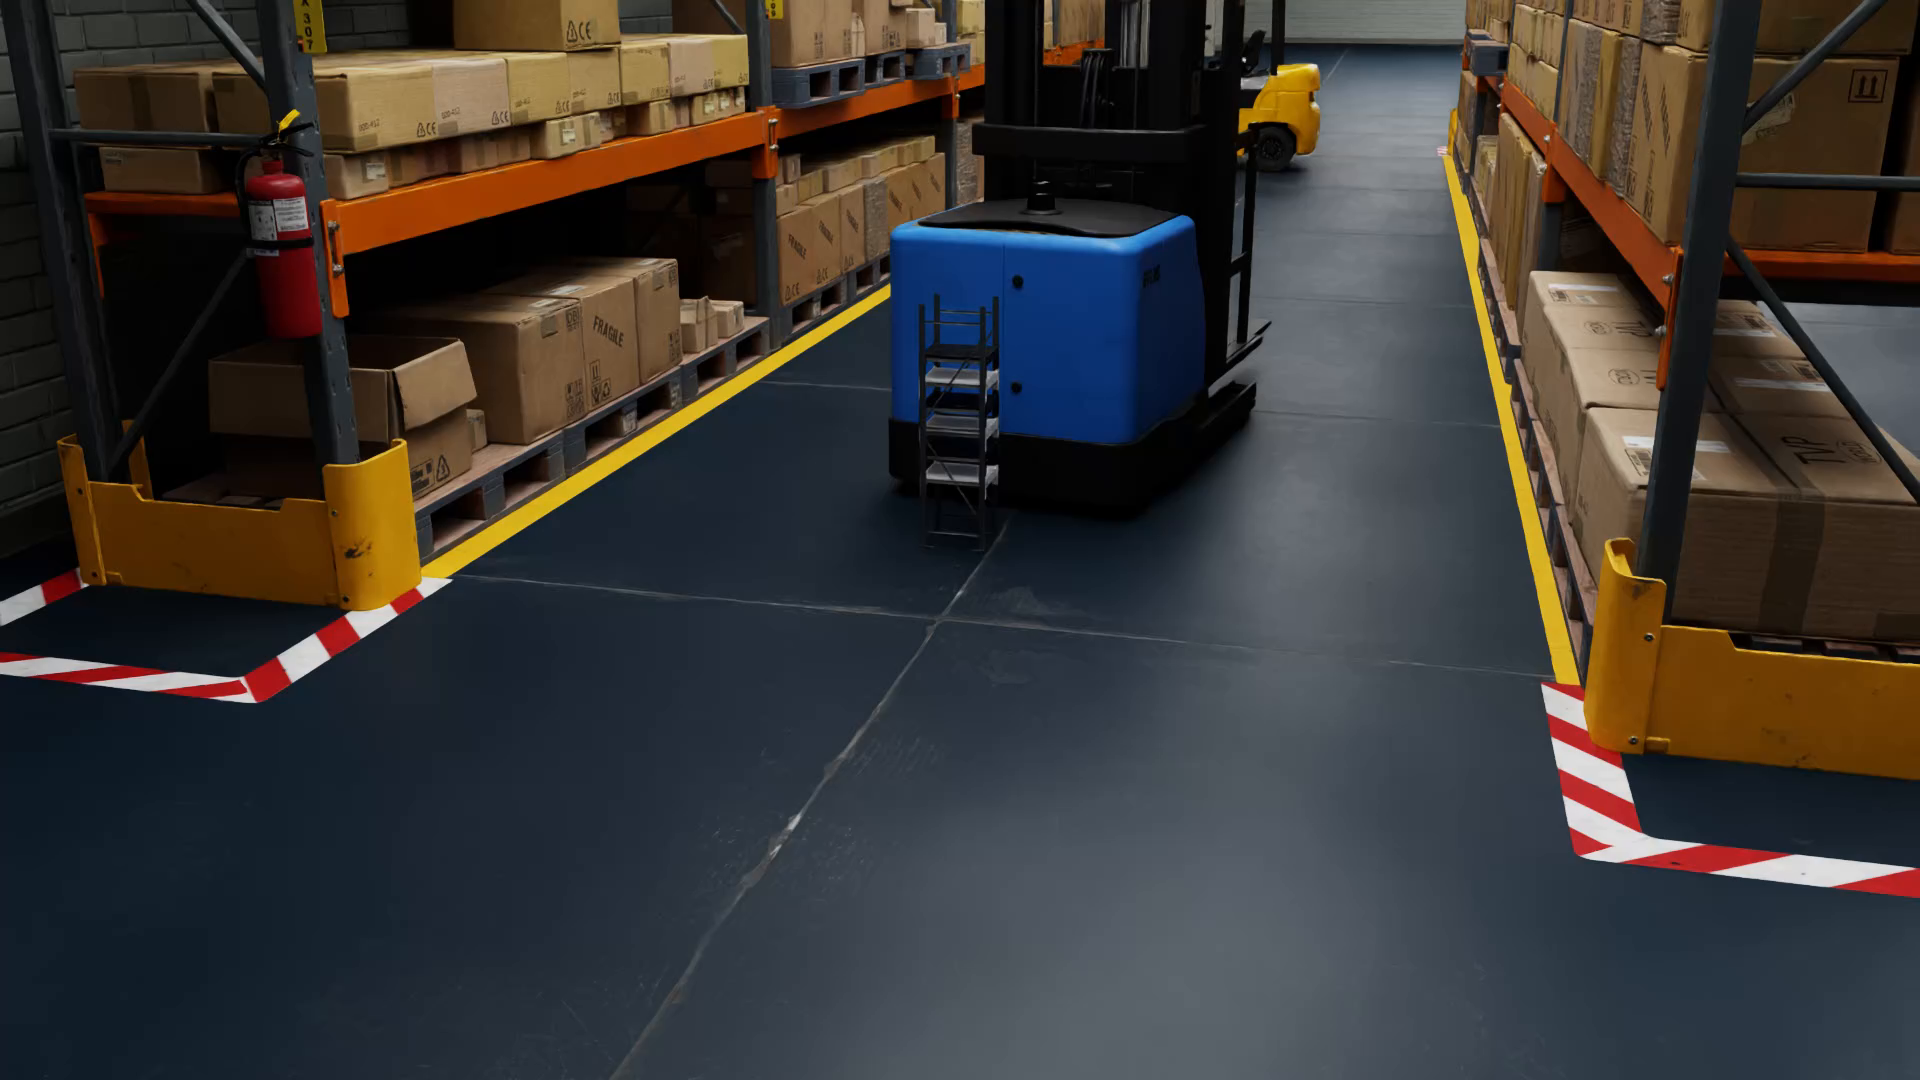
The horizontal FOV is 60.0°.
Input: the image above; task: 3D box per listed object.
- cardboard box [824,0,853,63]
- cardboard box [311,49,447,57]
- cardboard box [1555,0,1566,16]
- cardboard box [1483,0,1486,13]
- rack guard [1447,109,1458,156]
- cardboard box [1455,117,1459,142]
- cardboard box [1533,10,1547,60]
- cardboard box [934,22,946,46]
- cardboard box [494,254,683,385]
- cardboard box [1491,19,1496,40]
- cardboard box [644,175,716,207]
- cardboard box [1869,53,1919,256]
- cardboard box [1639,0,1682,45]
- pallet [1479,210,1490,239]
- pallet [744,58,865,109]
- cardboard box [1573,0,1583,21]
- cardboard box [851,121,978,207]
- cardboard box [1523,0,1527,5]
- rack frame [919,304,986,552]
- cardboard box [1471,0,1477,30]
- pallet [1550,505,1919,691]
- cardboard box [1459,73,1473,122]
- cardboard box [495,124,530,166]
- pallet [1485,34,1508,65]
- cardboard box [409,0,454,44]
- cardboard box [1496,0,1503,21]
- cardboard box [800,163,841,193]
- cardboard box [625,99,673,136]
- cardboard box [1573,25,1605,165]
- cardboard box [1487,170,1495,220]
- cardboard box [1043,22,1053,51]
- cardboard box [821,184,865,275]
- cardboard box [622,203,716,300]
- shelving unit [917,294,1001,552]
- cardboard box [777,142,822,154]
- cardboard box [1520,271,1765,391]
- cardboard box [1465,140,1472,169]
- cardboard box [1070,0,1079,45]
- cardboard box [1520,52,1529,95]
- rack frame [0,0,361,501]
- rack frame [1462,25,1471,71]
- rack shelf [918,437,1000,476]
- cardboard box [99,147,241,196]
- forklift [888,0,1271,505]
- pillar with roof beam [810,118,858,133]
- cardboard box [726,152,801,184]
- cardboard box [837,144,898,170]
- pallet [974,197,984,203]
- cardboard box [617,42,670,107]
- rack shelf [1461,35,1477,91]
[{"bbox_3d":[-1.039,-3.051,9.676,0.700,0.500,0.500,5,19,14],"label":"cardboard box"},{"bbox_3d":[-2.370,-1.807,6.608,0.500,0.250,0.500,5,20,15],"label":"cardboard box"},{"bbox_3d":[3.179,-2.798,8.038,0.500,0.500,0.500,5,20,15],"label":"cardboard box"},{"bbox_3d":[4.876,-4.888,14.593,0.500,0.500,0.500,5,20,15],"label":"cardboard box"},{"bbox_3d":[6.227,-4.673,19.094,1.175,0.500,0.348,5,19,13],"label":"rack guard"},{"bbox_3d":[5.780,-4.546,18.460,0.500,0.250,0.500,4,19,13],"label":"cardboard box"},{"bbox_3d":[3.421,-2.761,9.089,0.500,0.250,0.500,5,20,15],"label":"cardboard box"},{"bbox_3d":[-0.312,-3.606,11.844,0.380,0.149,0.250,5,19,14],"label":"cardboard box"},{"bbox_3d":[-1.736,-1.045,7.825,0.700,0.500,0.500,4,19,11],"label":"cardboard box"},{"bbox_3d":[4.279,-3.911,12.736,0.380,0.149,0.250,5,19,14],"label":"cardboard box"},{"bbox_3d":[-1.631,-2.053,9.771,0.380,0.149,0.250,5,19,13],"label":"cardboard box"},{"bbox_3d":[2.732,-1.039,4.436,0.500,0.500,0.500,5,19,13],"label":"cardboard box"},{"bbox_3d":[2.322,-1.721,4.884,0.500,0.500,0.500,5,19,14],"label":"cardboard box"},{"bbox_3d":[4.483,-2.297,12.586,1.003,0.211,1.213,5,19,13],"label":"pallet"},{"bbox_3d":[-1.200,-2.660,9.631,1.003,0.211,1.213,5,19,13],"label":"pallet"},{"bbox_3d":[2.962,-2.508,7.189,0.500,0.500,0.500,5,19,14],"label":"cardboard box"},{"bbox_3d":[-0.358,-3.032,13.448,0.875,0.625,0.625,5,20,15],"label":"cardboard box"},{"bbox_3d":[3.821,-3.601,10.387,0.500,0.500,0.500,5,19,14],"label":"cardboard box"},{"bbox_3d":[-0.027,-0.391,5.941,0.240,0.900,0.006,5,19,13],"label":"rack frame"},{"bbox_3d":[5.498,-5.458,16.913,0.500,0.500,0.500,4,19,12],"label":"cardboard box"},{"bbox_3d":[2.456,0.198,5.280,1.003,0.211,1.213,5,19,13],"label":"pallet"},{"bbox_3d":[5.651,-4.729,17.836,0.500,0.500,0.500,4,19,11],"label":"cardboard box"},{"bbox_3d":[-1.903,-1.544,6.457,0.380,0.149,0.250,5,19,14],"label":"cardboard box"},{"bbox_3d":[4.735,-3.905,13.276,1.003,0.211,1.213,5,19,13],"label":"pallet"},{"bbox_3d":[-2.122,-2.488,7.442,0.500,0.500,0.500,4,19,12],"label":"cardboard box"},{"bbox_3d":[4.248,-4.086,12.245,0.500,0.500,0.500,4,19,13],"label":"cardboard box"},{"bbox_3d":[-0.960,-2.260,10.377,0.380,0.149,0.250,5,19,13],"label":"cardboard box"},{"bbox_3d":[-1.542,-1.941,7.619,0.380,0.149,0.250,4,19,13],"label":"cardboard box"},{"bbox_3d":[2.690,-1.726,6.446,0.500,0.500,0.500,5,19,14],"label":"cardboard box"},{"bbox_3d":[4.439,-2.503,12.292,0.950,0.372,0.625,3,19,10],"label":"cardboard box"},{"bbox_3d":[0.585,-4.767,15.735,0.500,0.250,0.500,5,20,15],"label":"cardboard box"},{"bbox_3d":[-0.918,-1.982,10.568,0.500,0.500,0.500,4,19,12],"label":"cardboard box"},{"bbox_3d":[-1.667,-1.702,9.747,0.500,0.500,0.500,5,19,13],"label":"cardboard box"},{"bbox_3d":[-0.002,-0.423,6.035,0.258,0.900,0.210,5,19,13],"label":"shelving unit"},{"bbox_3d":[-1.183,-2.703,11.675,0.380,0.149,0.250,4,19,11],"label":"cardboard box"},{"bbox_3d":[3.056,-0.916,7.543,0.875,0.438,0.875,4,19,13],"label":"cardboard box"},{"bbox_3d":[5.152,-3.730,16.071,0.500,0.250,0.500,6,20,16],"label":"cardboard box"},{"bbox_3d":[0.927,-5.347,17.046,0.500,0.500,0.500,5,19,14],"label":"cardboard box"},{"bbox_3d":[3.685,-2.841,10.097,0.500,0.250,0.500,5,20,15],"label":"cardboard box"},{"bbox_3d":[-2.478,-1.255,5.222,1.000,3.000,0.127,5,19,13],"label":"rack frame"},{"bbox_3d":[6.245,-5.879,18.760,1.000,3.000,0.127,5,19,13],"label":"rack frame"},{"bbox_3d":[-0.002,-0.307,6.075,0.258,0.077,0.200,5,19,13],"label":"rack shelf"},{"bbox_3d":[-2.657,-1.261,5.629,0.380,0.149,0.250,4,19,13],"label":"cardboard box"},{"bbox_3d":[0.761,-1.956,7.379,1.130,2.935,3.031,8,20,22],"label":"forklift"},{"bbox_3d":[3.096,-6.741,12.003,9.100,9.000,0.400,5,19,13],"label":"pillar with roof beam"},{"bbox_3d":[-1.138,-2.149,9.593,0.380,0.149,0.250,4,19,11],"label":"cardboard box"},{"bbox_3d":[-0.651,-2.664,11.562,0.380,0.149,0.250,5,20,15],"label":"cardboard box"},{"bbox_3d":[-0.284,-2.698,13.760,1.003,0.211,1.213,5,19,13],"label":"pallet"},{"bbox_3d":[-1.631,-2.086,7.427,0.500,0.250,0.500,5,19,13],"label":"cardboard box"},{"bbox_3d":[5.757,-4.912,17.041,1.077,0.370,4.000,5,19,13],"label":"rack shelf"}]
